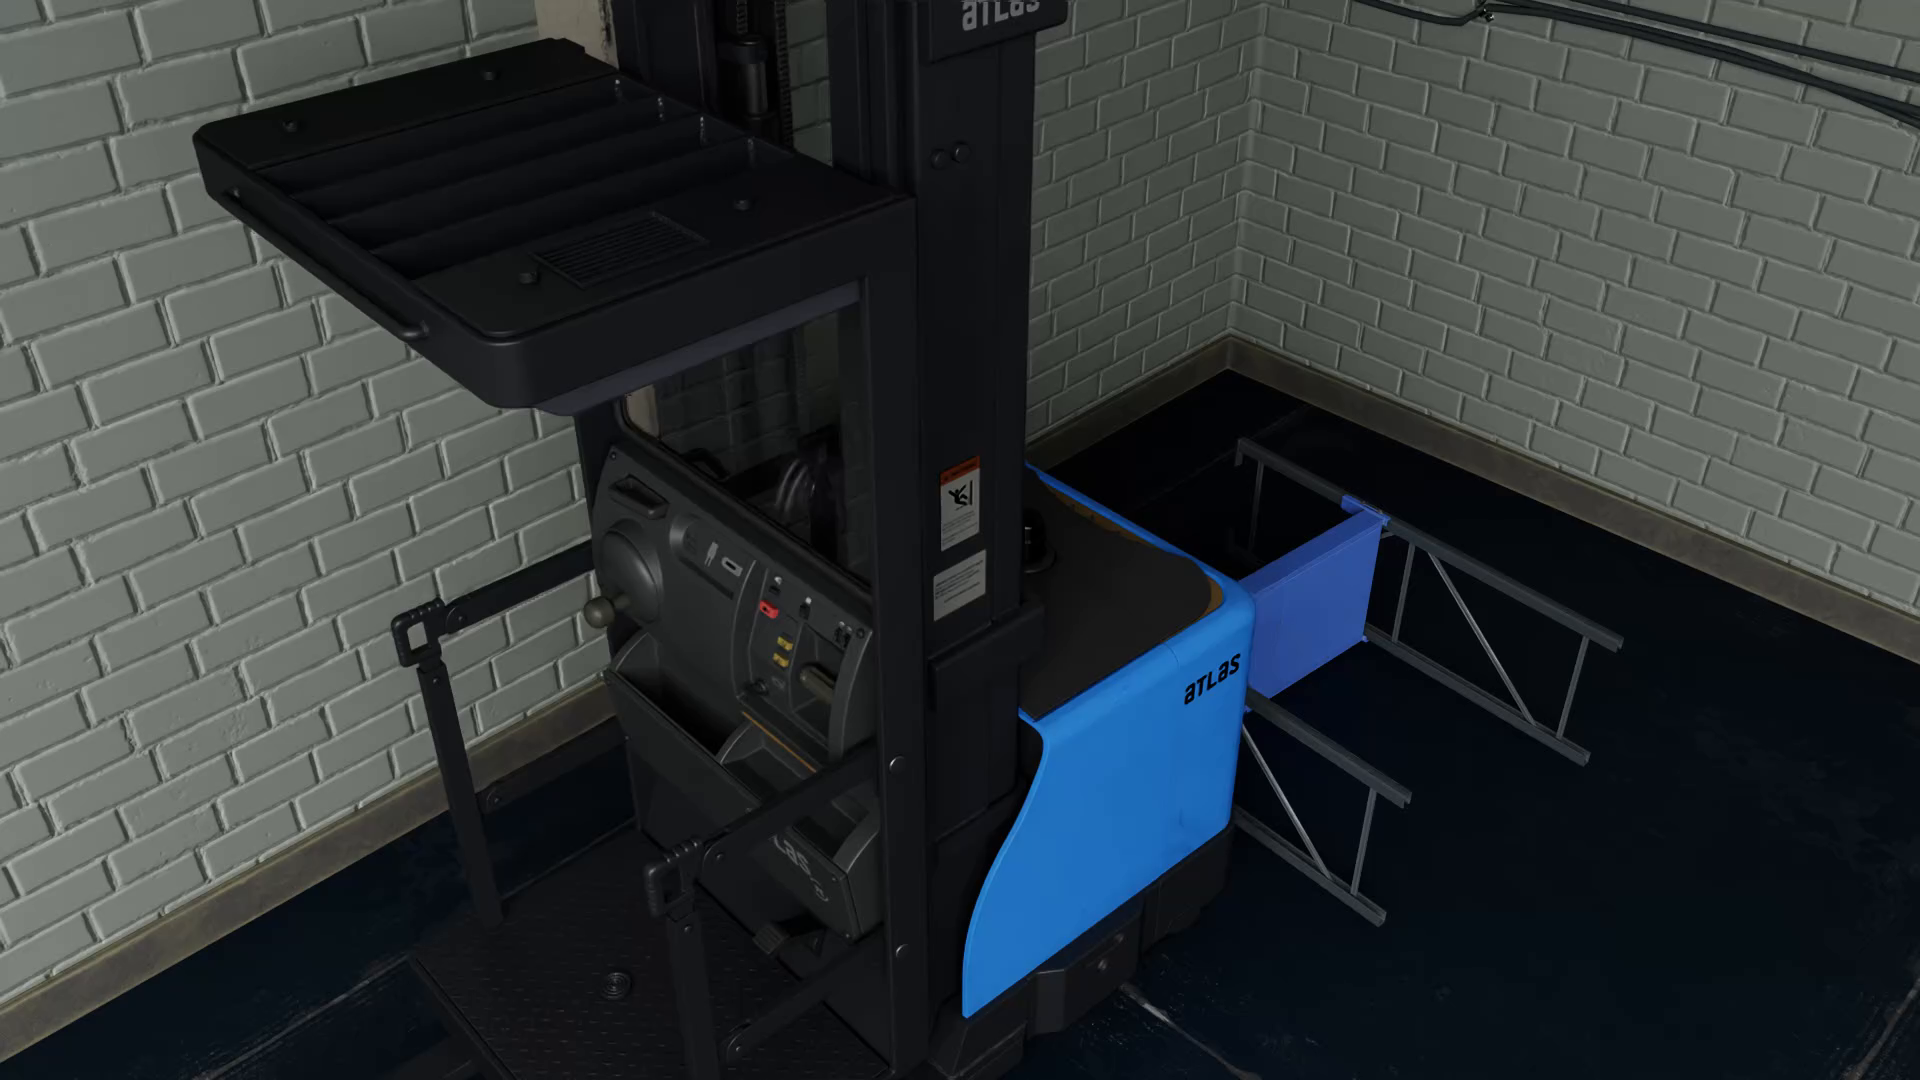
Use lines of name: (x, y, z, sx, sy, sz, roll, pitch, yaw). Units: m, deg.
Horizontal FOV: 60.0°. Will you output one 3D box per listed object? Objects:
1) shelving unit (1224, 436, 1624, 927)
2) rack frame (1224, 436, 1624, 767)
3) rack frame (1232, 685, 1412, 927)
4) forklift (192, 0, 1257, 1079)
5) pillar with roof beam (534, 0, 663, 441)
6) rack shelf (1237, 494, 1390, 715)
shelving unit: (1.085, 0.360, 5.263, 1.048, 0.538, 1.500, -26, 42, -32)
rack frame: (1.473, 0.172, 5.533, 0.032, 0.500, 1.500, -26, 42, -32)
rack frame: (0.697, 0.548, 4.994, 0.032, 0.500, 1.500, -26, 42, -32)
forklift: (-0.663, 0.174, 3.438, 3.031, 2.935, 1.130, -27, 43, -33)
pillar with roof beam: (2.224, -1.460, 0.477, 9.100, 9.000, 0.400, 30, 45, 35)
rack shelf: (0.969, 0.281, 5.376, 1.000, 0.538, 0.185, -26, 42, -32)
